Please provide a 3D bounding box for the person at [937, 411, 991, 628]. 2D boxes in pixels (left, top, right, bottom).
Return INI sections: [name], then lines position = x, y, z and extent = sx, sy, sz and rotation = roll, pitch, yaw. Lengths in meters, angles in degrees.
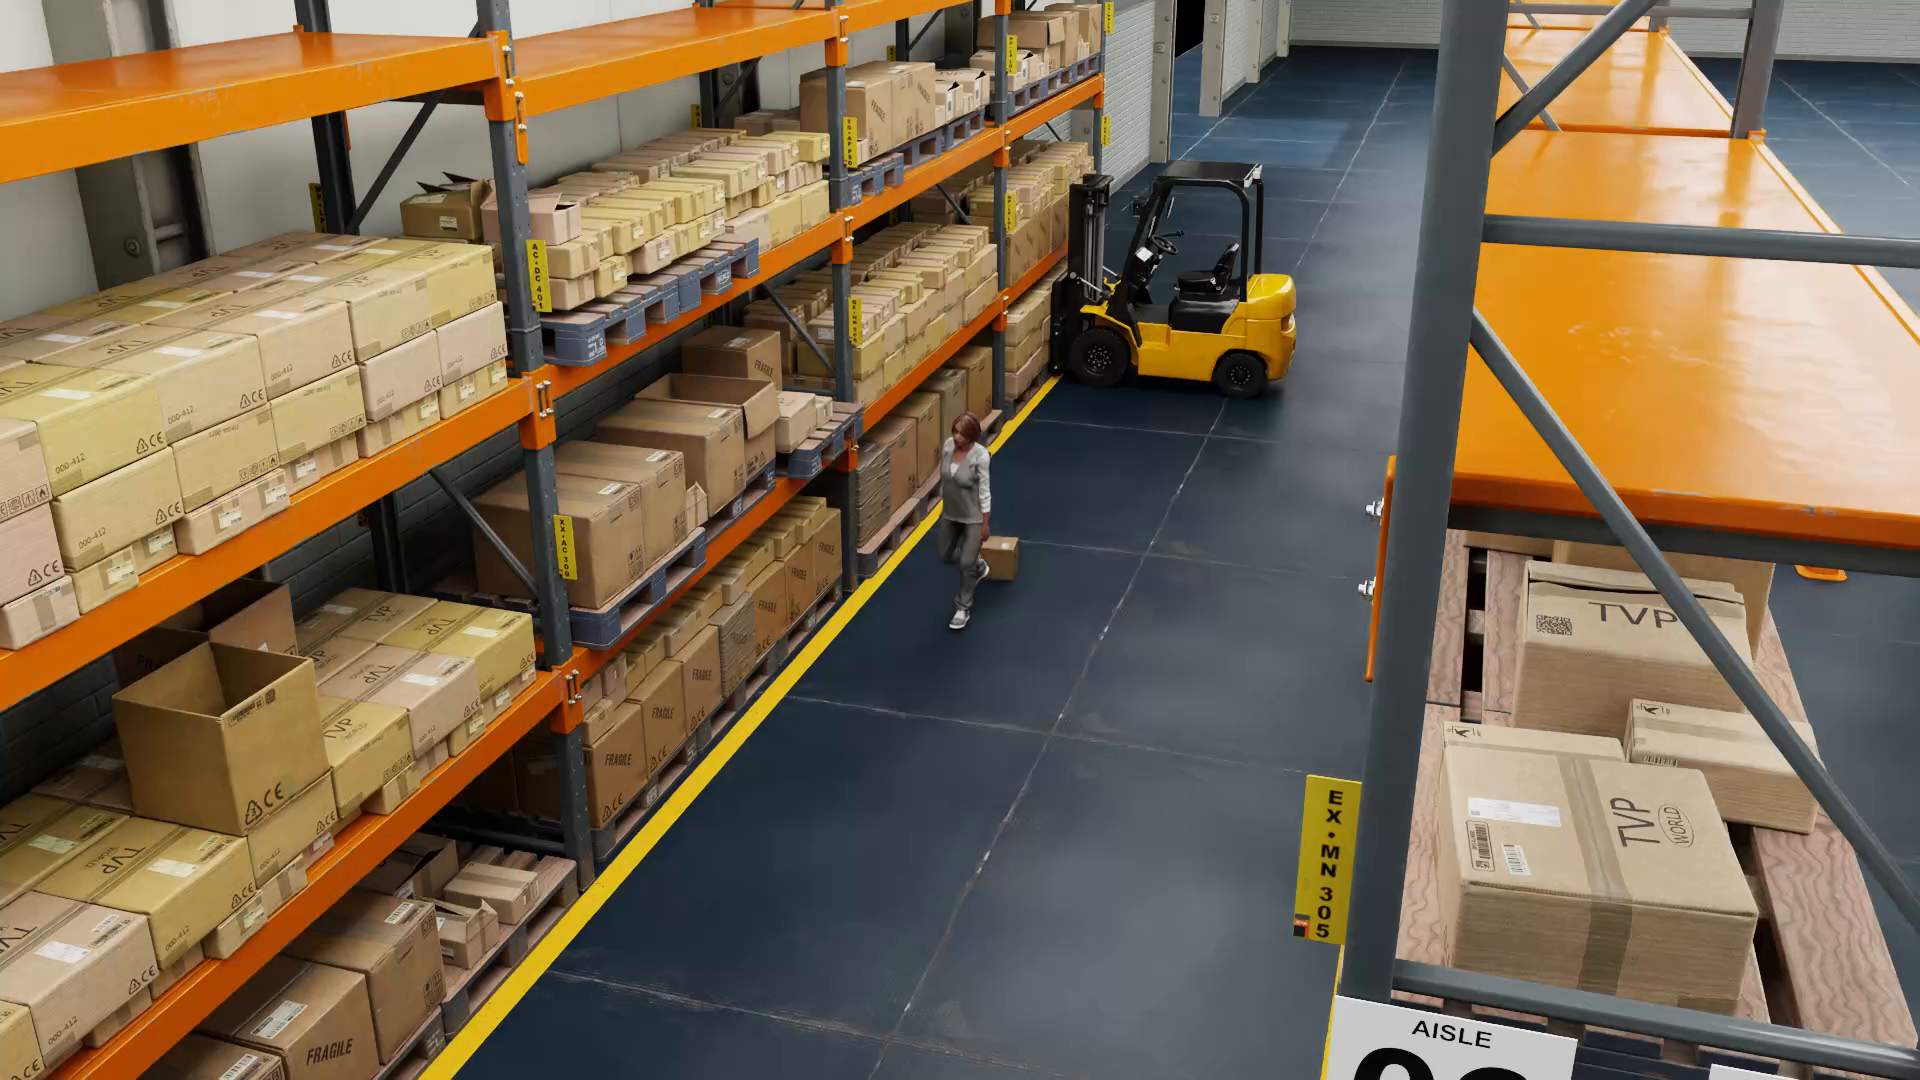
[person]
position = 0.086, -0.193, 11.554
extent = 0.449, 1.578, 0.596
rotation = 14, 26, 31
